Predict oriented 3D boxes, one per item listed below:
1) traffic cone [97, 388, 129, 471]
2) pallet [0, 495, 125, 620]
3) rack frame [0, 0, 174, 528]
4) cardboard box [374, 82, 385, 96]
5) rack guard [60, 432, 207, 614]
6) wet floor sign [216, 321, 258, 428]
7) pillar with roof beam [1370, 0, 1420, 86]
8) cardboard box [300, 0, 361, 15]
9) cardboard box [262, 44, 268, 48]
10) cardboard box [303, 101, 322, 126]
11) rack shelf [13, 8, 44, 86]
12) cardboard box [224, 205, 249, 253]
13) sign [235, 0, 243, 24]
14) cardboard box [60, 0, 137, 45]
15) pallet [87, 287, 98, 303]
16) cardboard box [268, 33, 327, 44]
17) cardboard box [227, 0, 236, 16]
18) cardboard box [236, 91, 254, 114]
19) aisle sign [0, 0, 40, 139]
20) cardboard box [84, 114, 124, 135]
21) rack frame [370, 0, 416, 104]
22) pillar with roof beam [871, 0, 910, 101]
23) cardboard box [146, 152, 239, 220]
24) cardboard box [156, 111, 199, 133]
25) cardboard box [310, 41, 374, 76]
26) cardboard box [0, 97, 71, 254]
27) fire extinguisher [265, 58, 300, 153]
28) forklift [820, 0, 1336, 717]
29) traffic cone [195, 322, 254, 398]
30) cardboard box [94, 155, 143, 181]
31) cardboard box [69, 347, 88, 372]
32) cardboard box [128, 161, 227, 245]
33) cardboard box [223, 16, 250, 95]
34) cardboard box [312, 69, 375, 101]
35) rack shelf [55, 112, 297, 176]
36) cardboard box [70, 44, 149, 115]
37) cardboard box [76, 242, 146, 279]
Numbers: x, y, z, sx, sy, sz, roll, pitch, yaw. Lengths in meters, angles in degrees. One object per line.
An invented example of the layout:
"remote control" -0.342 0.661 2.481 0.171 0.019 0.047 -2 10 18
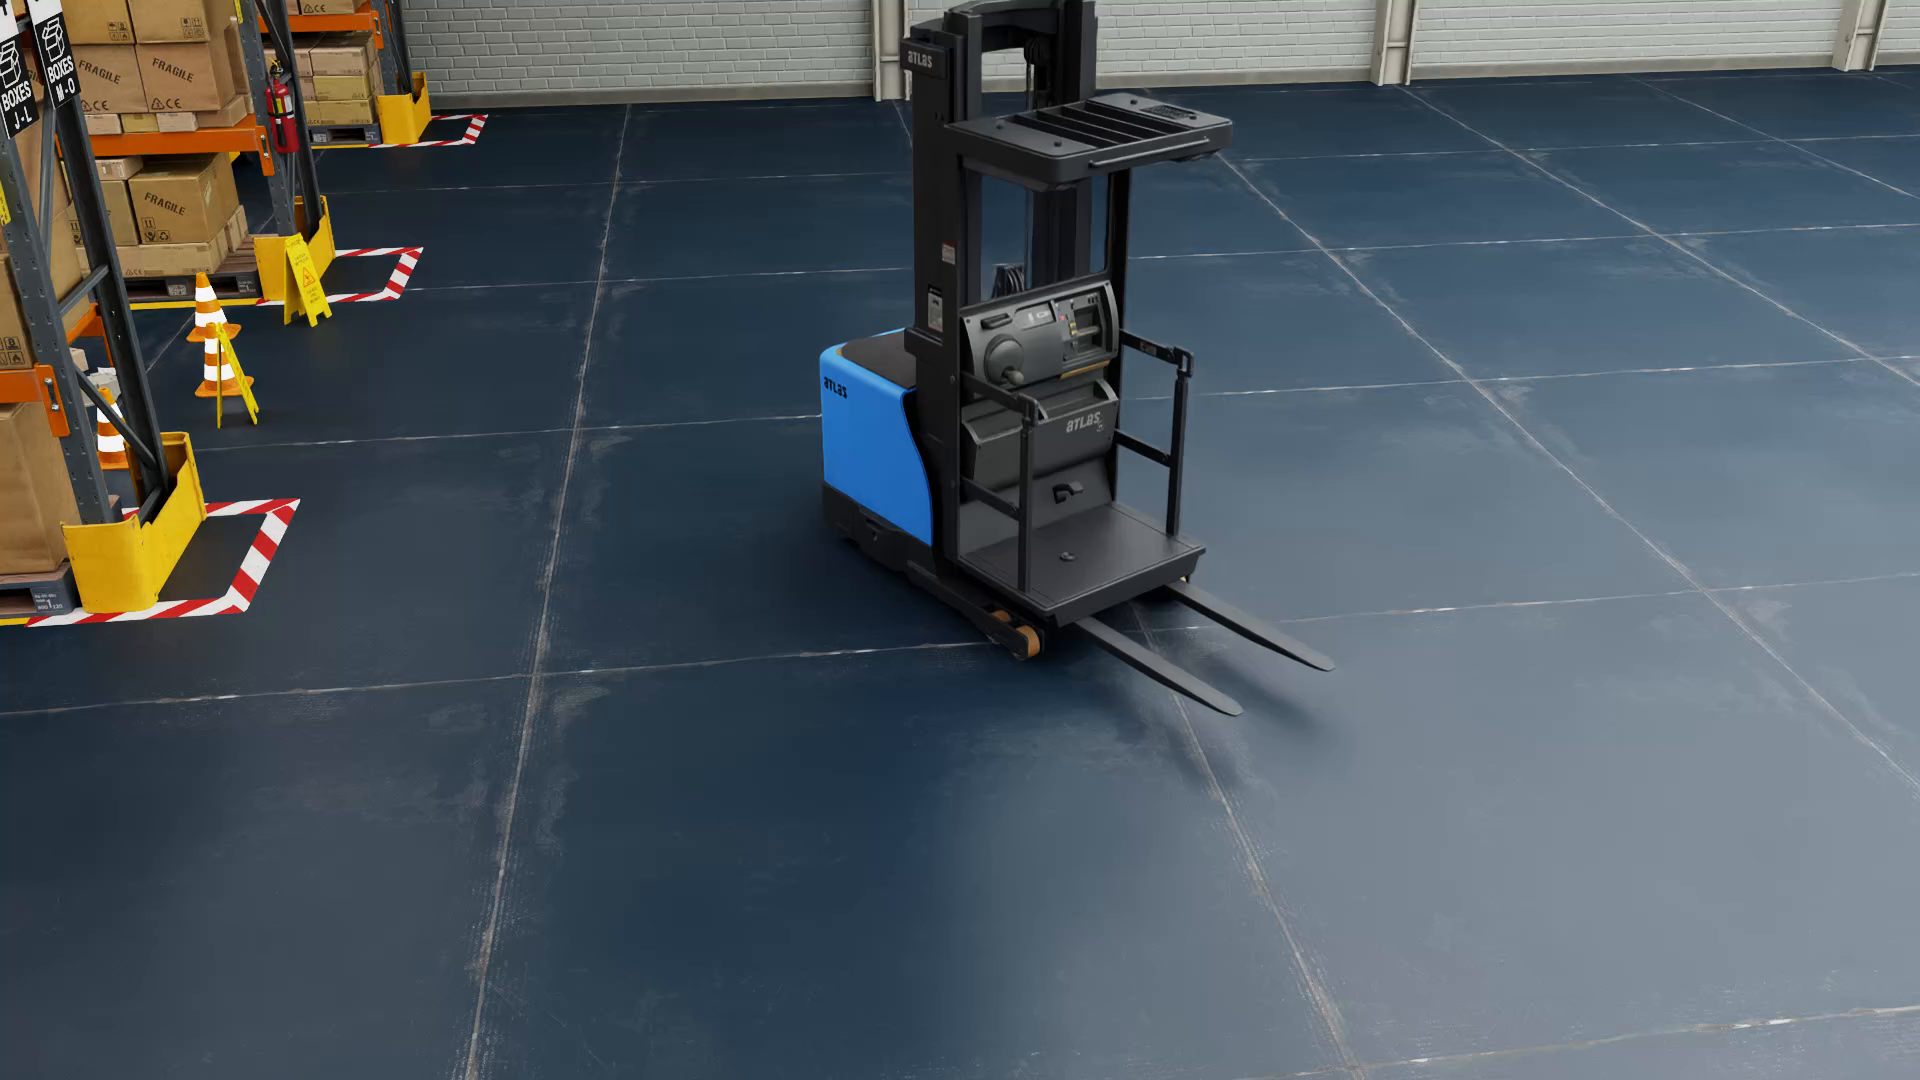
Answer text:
"traffic cone" -5.156 -0.704 10.114 0.334 0.463 0.336 -4 27 -7
"pallet" -5.213 0.103 8.818 1.213 0.211 1.003 -4 27 -7
"rack frame" -4.432 -1.224 8.350 0.127 3.000 1.000 -4 27 -7
"cardboard box" -6.431 -4.720 17.714 0.500 0.250 0.500 -4 27 -7
"rack guard" -4.408 -0.113 8.923 0.348 0.500 1.175 -4 27 -7
"wet floor sign" -4.679 -1.074 10.635 0.232 0.644 0.267 -8 28 -16
"pillar with roof beam" 5.751 -7.548 14.104 0.400 9.000 9.100 -4 27 -7
"cardboard box" -6.368 -5.594 16.756 0.500 0.500 0.500 -4 27 -8
"cardboard box" -7.333 -4.865 16.903 0.500 0.250 0.500 -3 27 -6
"cardboard box" -6.832 -4.462 17.213 0.500 0.250 0.500 -4 27 -7
"rack shelf" -6.413 -2.111 7.581 4.000 0.370 1.077 -4 27 -7
"cardboard box" -6.059 -2.493 13.374 0.500 0.250 0.500 -4 27 -8
"sign" -5.164 -3.859 11.871 0.005 0.325 0.100 -4 27 -7
"cardboard box" -6.199 -3.917 12.068 0.500 0.500 0.700 -3 27 -7
"pallet" -7.312 -2.098 13.108 1.213 0.211 1.003 -4 27 -7
"cardboard box" -6.914 -5.129 17.417 0.500 0.250 0.500 -4 27 -7
"cardboard box" -7.390 -5.532 16.636 0.500 0.500 0.500 -4 27 -8
"cardboard box" -5.587 -3.416 12.896 0.250 0.149 0.380 -4 27 -7
"aisle sign" -4.320 -2.250 7.501 0.004 0.787 0.394 -4 27 -7
"cardboard box" -6.305 -3.120 12.320 0.250 0.149 0.380 -3 27 -6
"rack frame" -5.917 -5.699 17.071 0.127 3.000 1.000 -4 27 -7
"pillar with roof beam" -0.191 -7.167 13.360 0.400 9.000 9.100 -4 27 -7
"cardboard box" -6.083 -2.824 13.199 0.500 0.500 0.500 -5 28 -9
"cardboard box" -5.798 -3.157 12.392 0.250 0.149 0.380 -4 27 -8
"cardboard box" -6.330 -4.937 17.043 0.500 0.250 0.500 -3 27 -5
"cardboard box" -4.805 -1.765 8.057 0.550 0.550 0.875 -4 27 -7
"fire extinguisher" -5.044 -3.220 12.324 0.183 0.674 0.296 -4 27 -7
"forklift" 0.533 -0.975 7.939 1.130 2.935 3.031 -20 33 -33
"traffic cone" -4.977 -1.236 11.152 0.334 0.463 0.336 -4 27 -7
"cardboard box" -6.333 -2.819 12.477 0.250 0.149 0.380 -3 27 -6
"cardboard box" -6.238 -1.190 11.407 0.250 0.149 0.380 10 29 19
"cardboard box" -5.979 -2.584 12.730 0.500 0.500 0.500 -4 27 -7
"cardboard box" -5.730 -3.727 12.793 0.500 0.500 0.500 -4 27 -8
"cardboard box" -6.356 -4.713 17.153 0.500 0.250 0.500 -4 27 -8
"rack shelf" -7.202 -3.008 12.615 4.000 0.370 1.077 -4 27 -7
"cardboard box" -6.217 -3.443 12.240 0.500 0.500 0.500 -4 27 -7
"cardboard box" -6.499 -2.216 12.836 0.500 0.250 0.500 -4 27 -7
